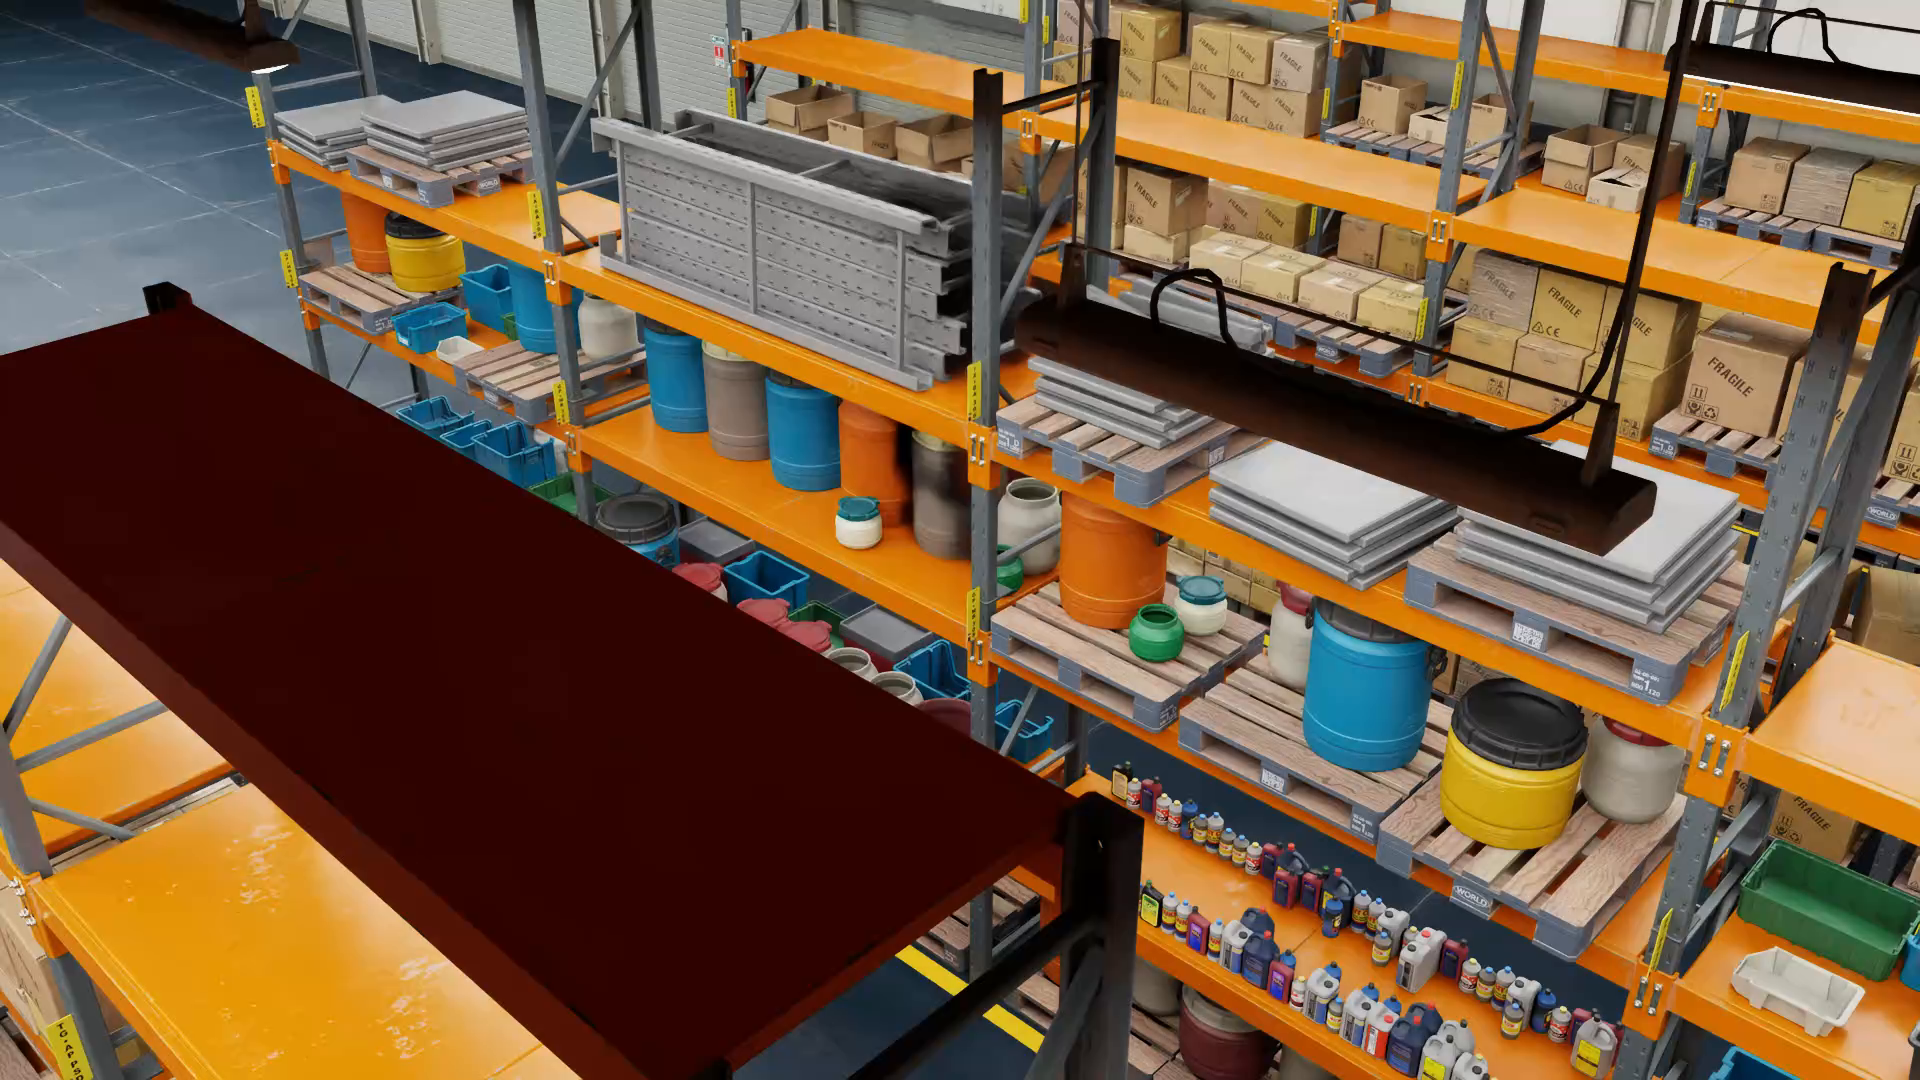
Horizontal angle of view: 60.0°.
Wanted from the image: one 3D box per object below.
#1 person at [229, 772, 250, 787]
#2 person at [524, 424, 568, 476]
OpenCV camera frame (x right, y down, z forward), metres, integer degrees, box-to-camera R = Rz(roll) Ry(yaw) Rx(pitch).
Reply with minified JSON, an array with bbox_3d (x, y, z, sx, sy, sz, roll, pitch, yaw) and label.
[{"bbox_3d":[-5.103,1.523,11.858,0.541,1.626,0.539,23,37,35],"label":"person"},{"bbox_3d":[-3.926,-0.975,16.144,0.757,1.814,0.660,21,36,32],"label":"person"}]
